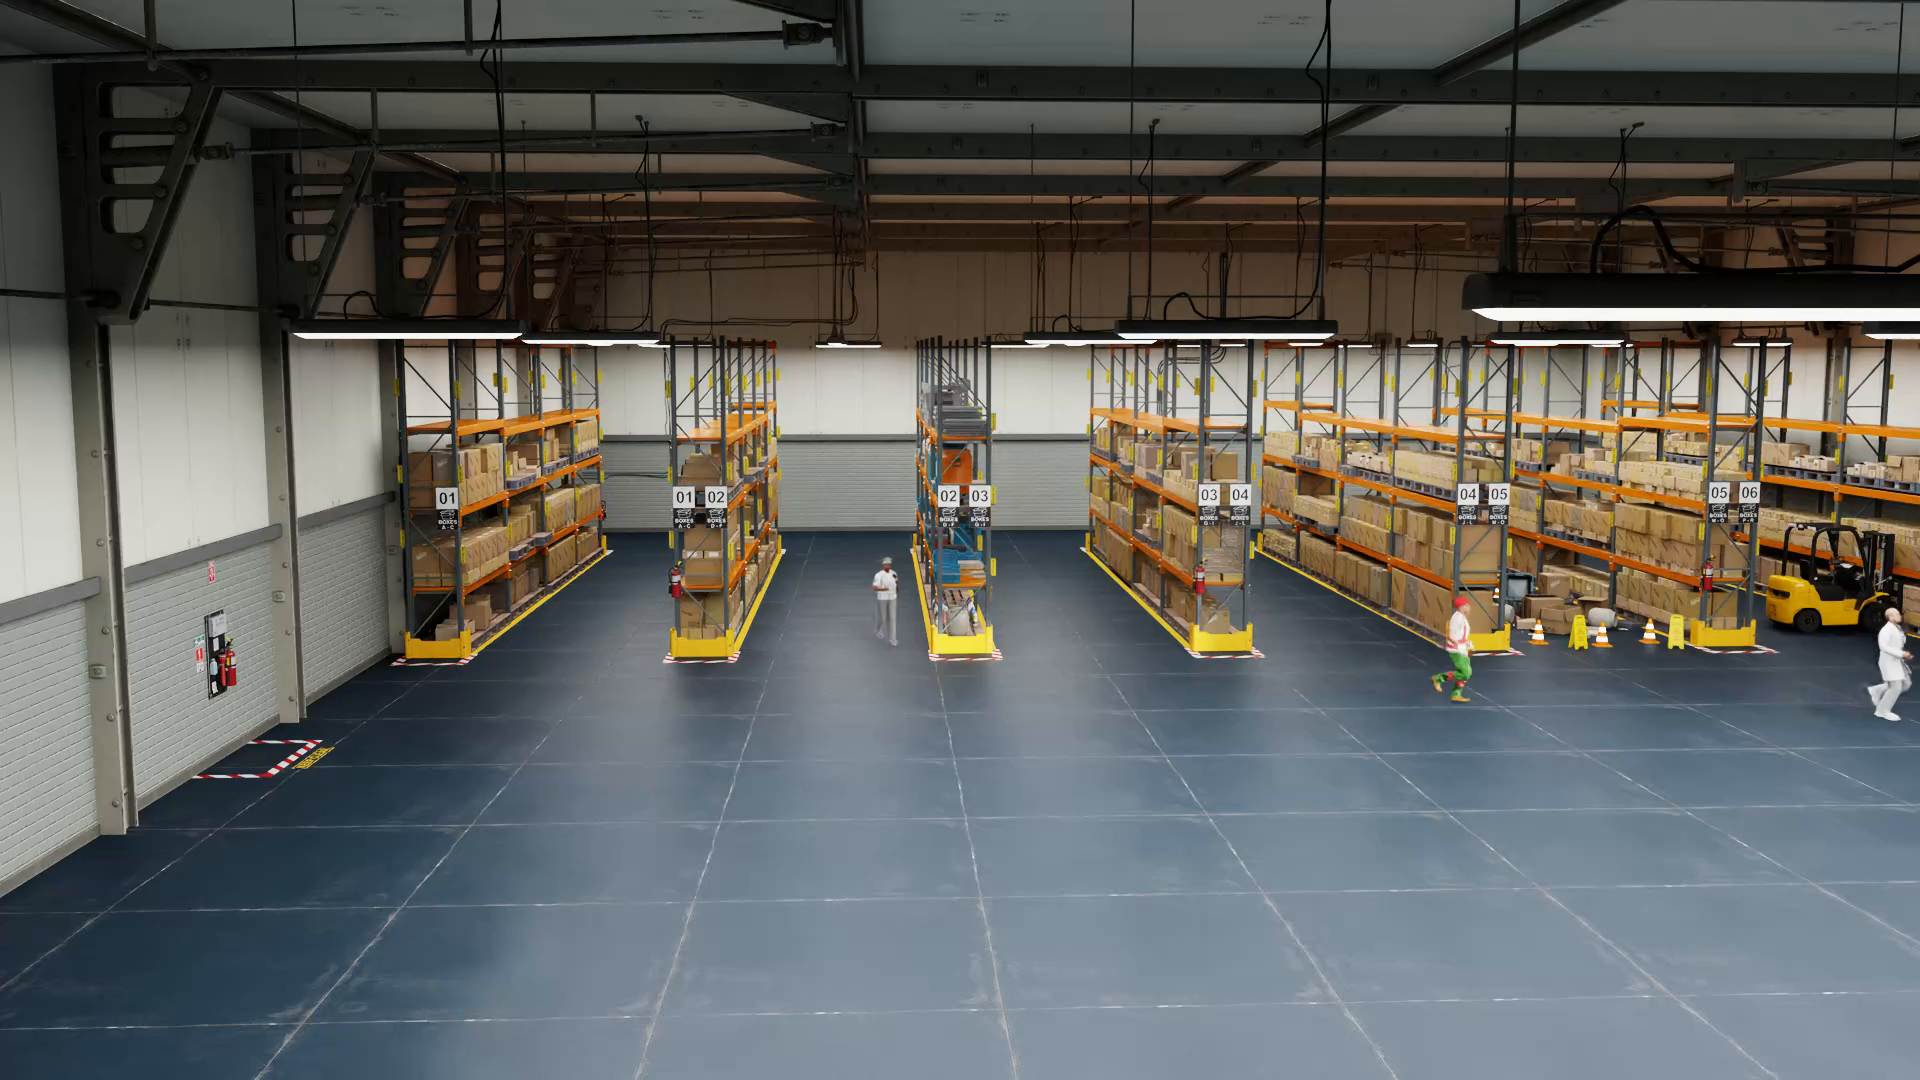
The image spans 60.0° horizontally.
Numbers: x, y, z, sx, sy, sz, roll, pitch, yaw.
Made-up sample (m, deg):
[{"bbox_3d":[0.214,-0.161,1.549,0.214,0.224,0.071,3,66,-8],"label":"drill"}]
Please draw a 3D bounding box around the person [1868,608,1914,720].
[{"bbox_3d":[14.521,1.925,25.919,0.647,1.743,0.754,6,9,43],"label":"person"}]

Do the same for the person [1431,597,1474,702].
[{"bbox_3d":[8.065,1.782,27.207,0.632,1.733,0.649,3,7,24],"label":"person"}]

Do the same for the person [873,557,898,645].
[{"bbox_3d":[-1.423,1.168,32.505,0.583,1.681,0.915,-2,7,-20],"label":"person"}]
